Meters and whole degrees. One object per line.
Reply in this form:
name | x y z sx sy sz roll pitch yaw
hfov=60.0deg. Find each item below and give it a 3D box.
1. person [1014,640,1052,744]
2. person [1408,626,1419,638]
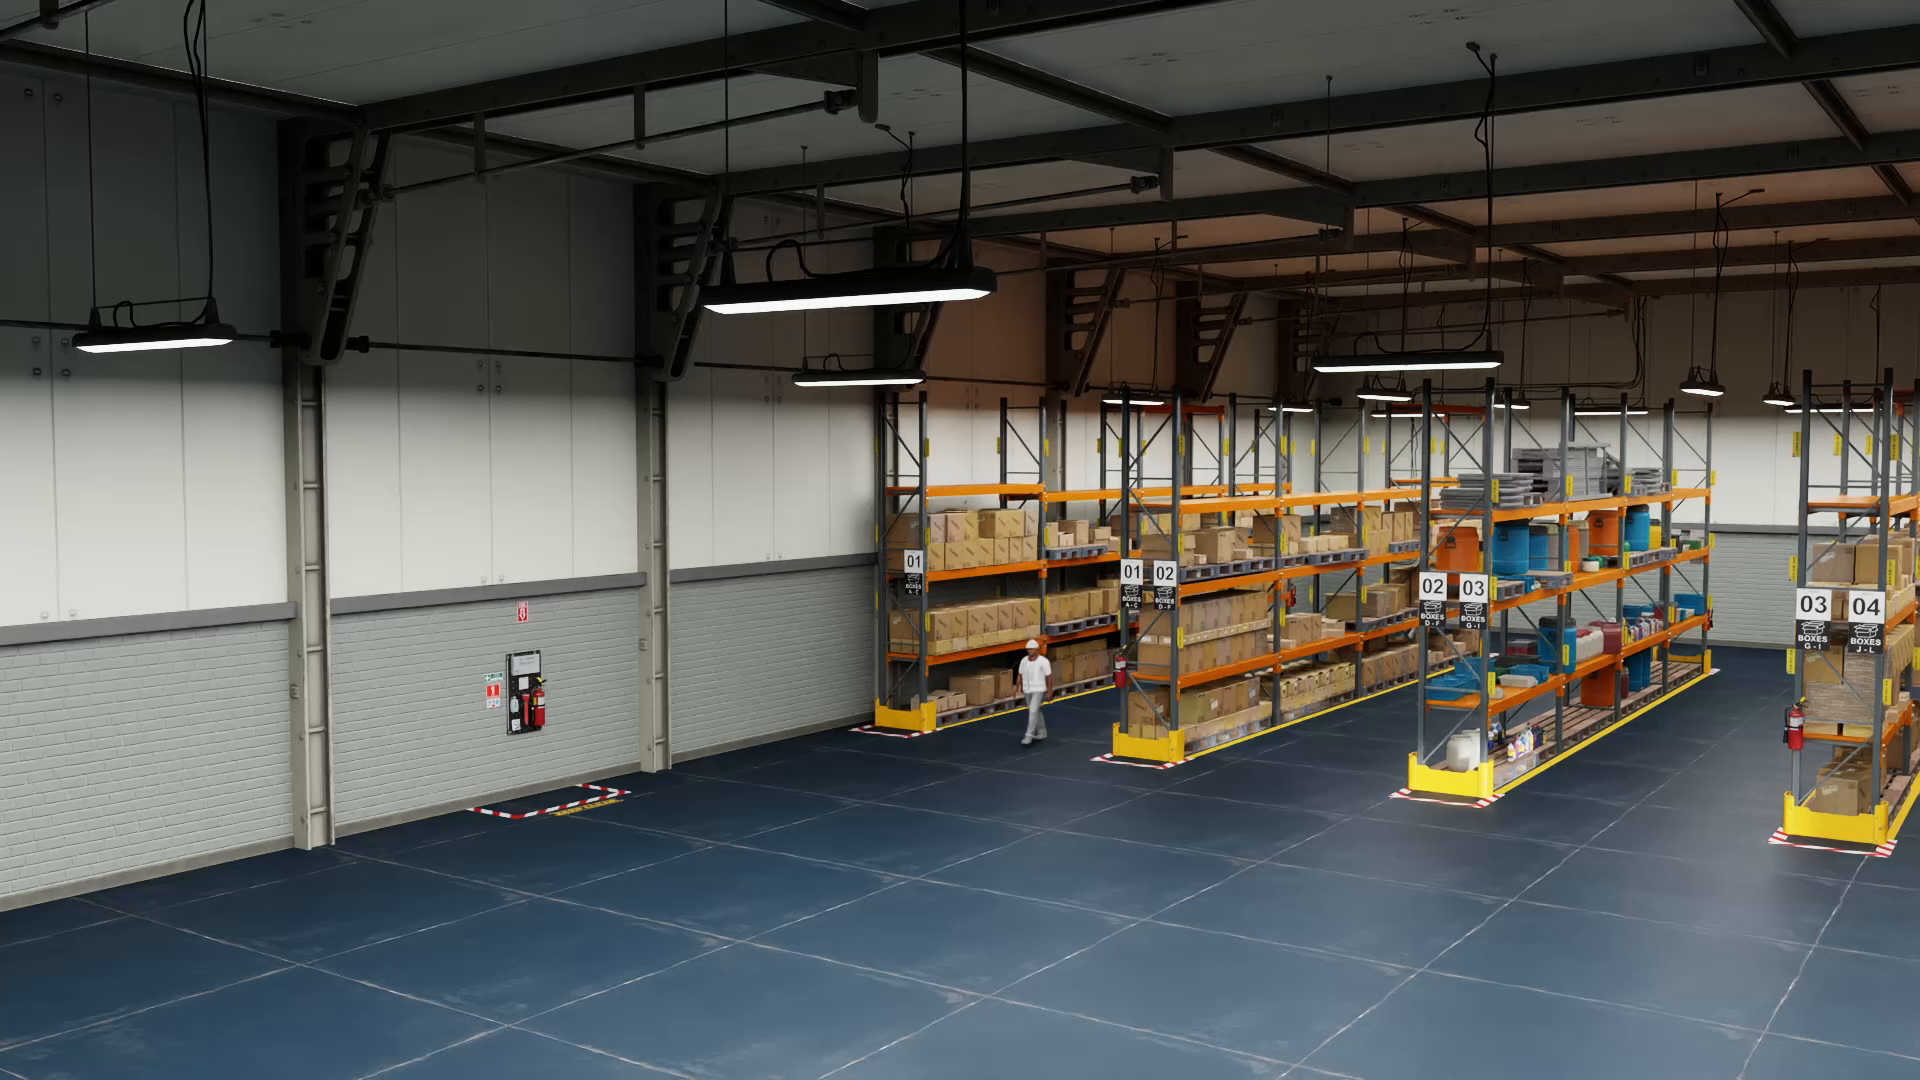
person | 1.184 2.550 28.100 0.588 1.718 0.974 3 4 43
person | 11.327 1.914 41.369 0.644 1.570 0.511 0 3 -9
